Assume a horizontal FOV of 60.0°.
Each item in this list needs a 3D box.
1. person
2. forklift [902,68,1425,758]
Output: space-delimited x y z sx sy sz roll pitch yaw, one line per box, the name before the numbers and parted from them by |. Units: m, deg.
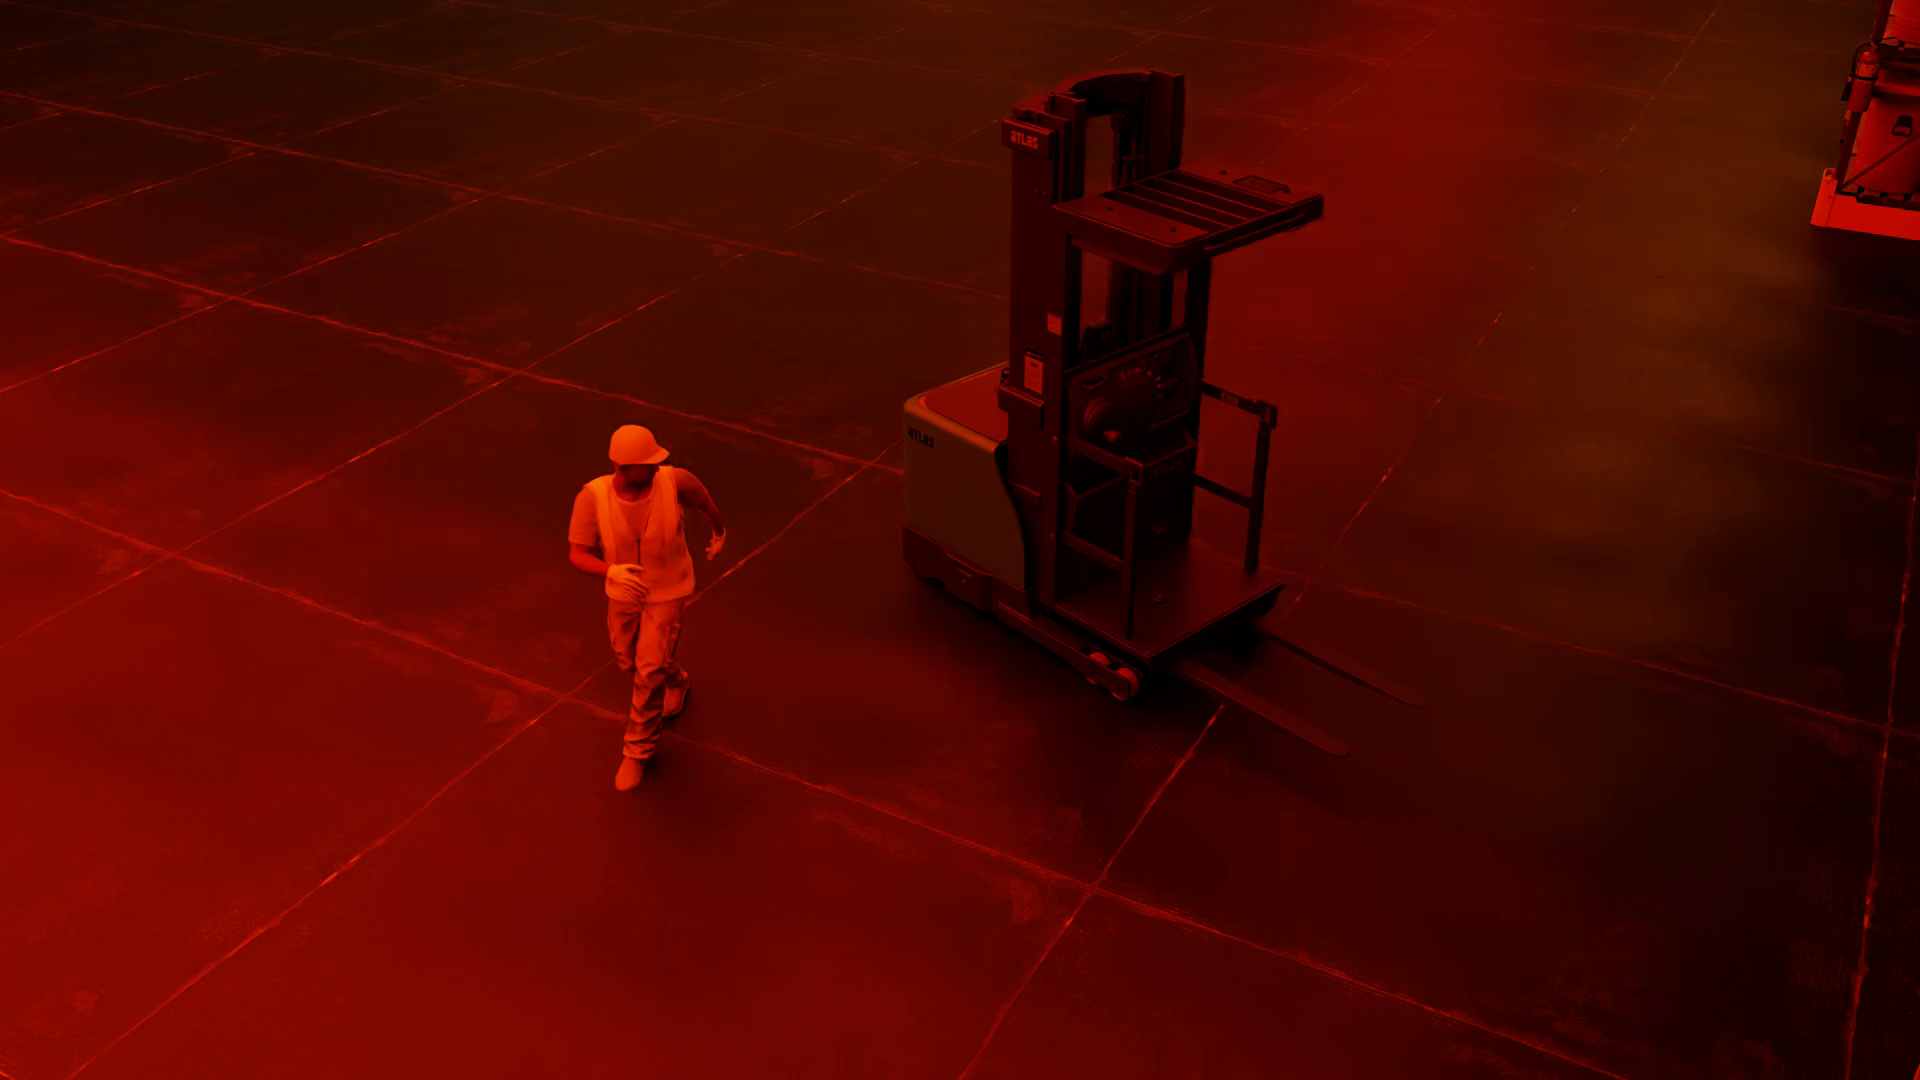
person | -1.501 0.240 7.921 0.571 1.721 0.992 5 30 9
forklift | 1.027 -0.731 8.337 1.130 2.935 3.031 -24 38 -35
